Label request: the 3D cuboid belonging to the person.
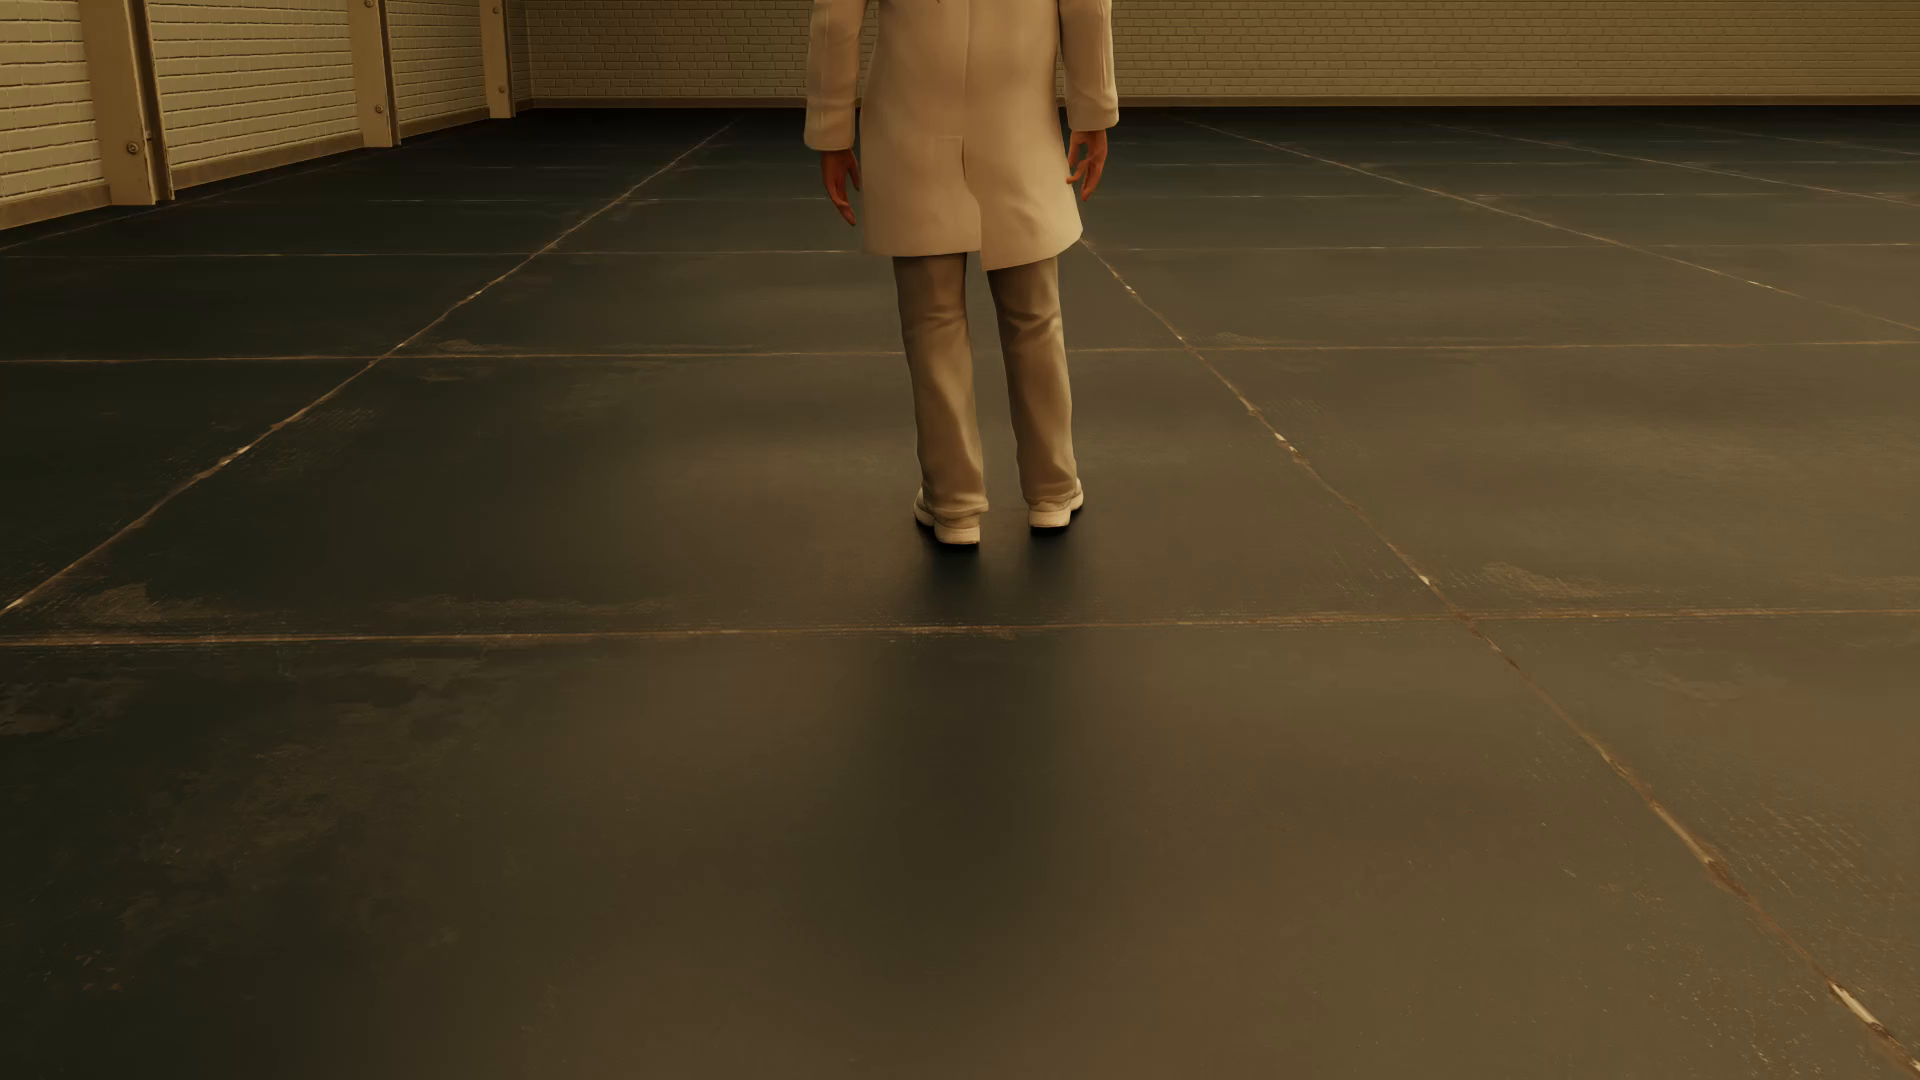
[{"bbox_3d":[0.000,-0.883,3.742,0.694,1.775,0.581,-1,17,-3],"label":"person"}]
